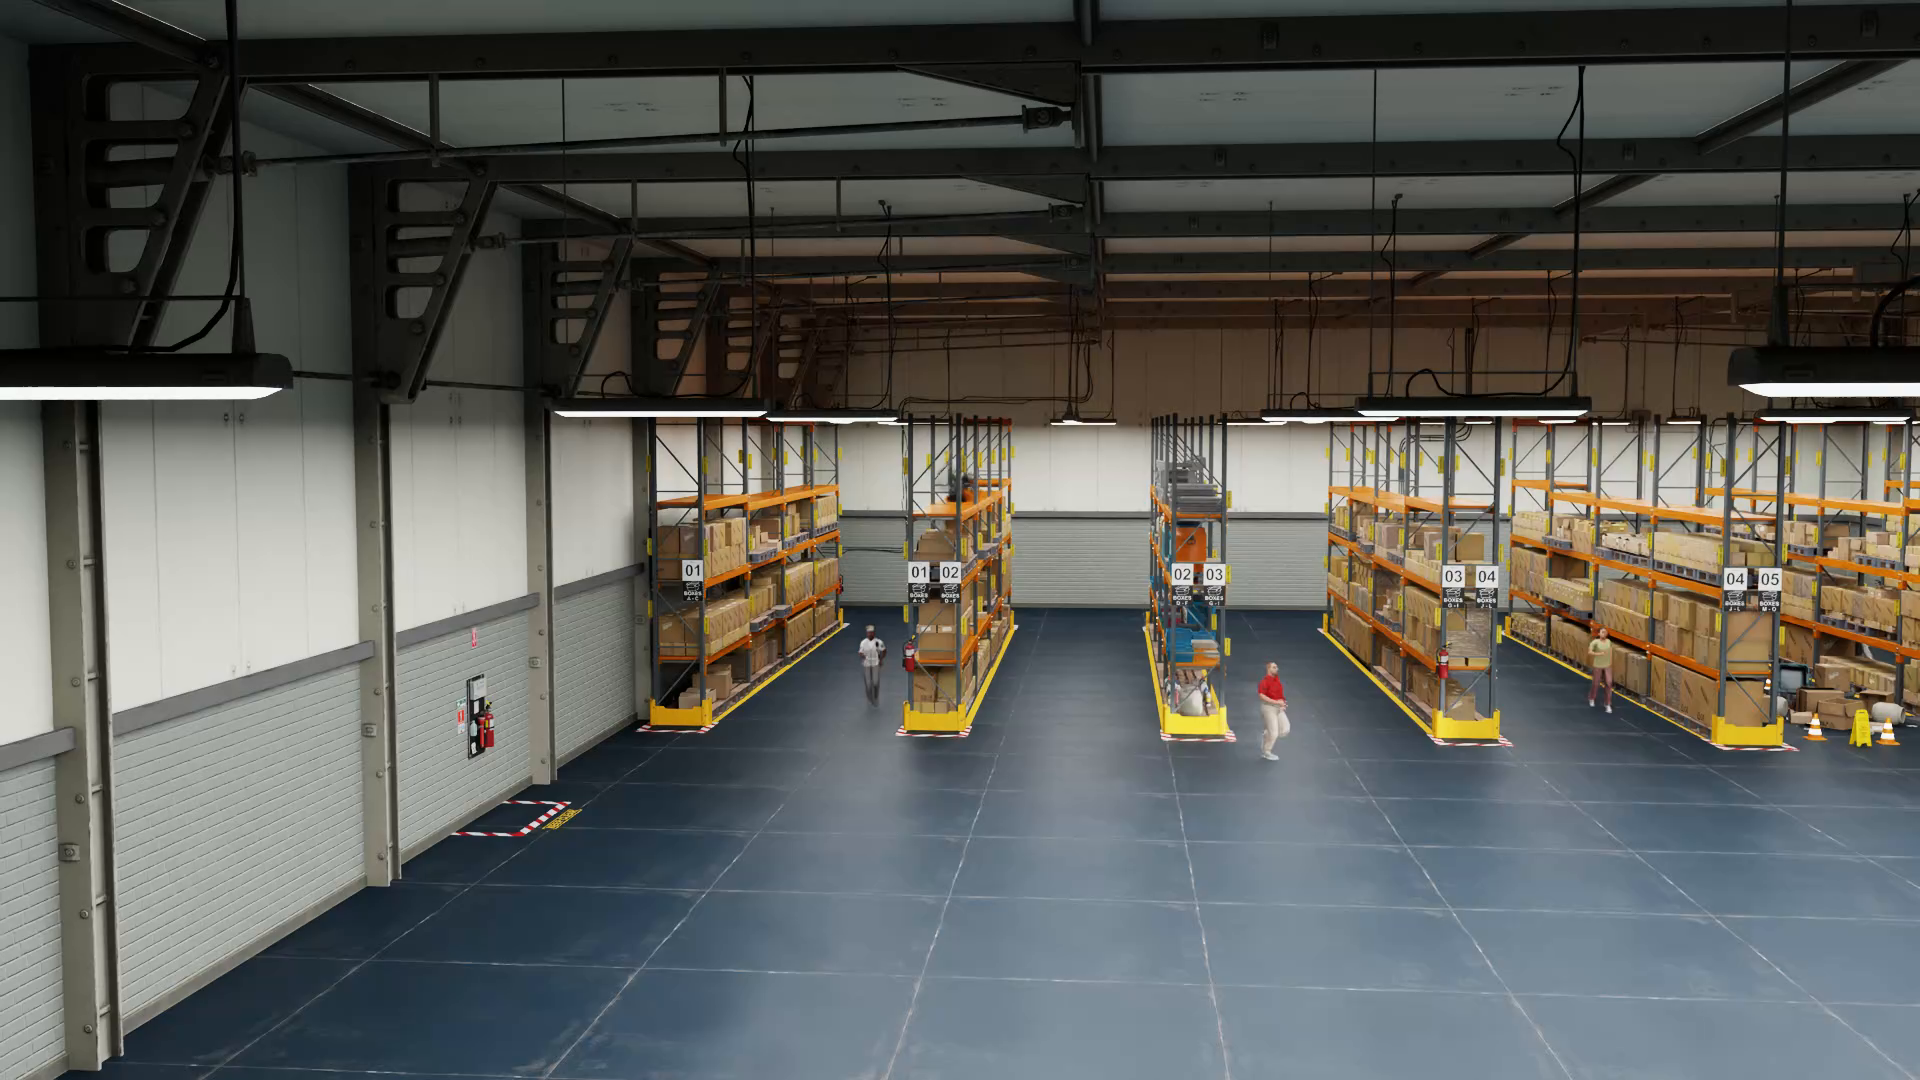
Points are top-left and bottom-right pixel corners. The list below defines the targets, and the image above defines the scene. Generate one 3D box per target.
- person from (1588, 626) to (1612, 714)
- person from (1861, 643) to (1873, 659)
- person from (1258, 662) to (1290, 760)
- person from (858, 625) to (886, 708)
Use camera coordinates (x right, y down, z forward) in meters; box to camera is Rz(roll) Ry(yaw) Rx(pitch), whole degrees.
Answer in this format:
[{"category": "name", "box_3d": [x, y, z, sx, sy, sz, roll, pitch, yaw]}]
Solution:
[{"category": "person", "box_3d": [12.995, 2.604, 33.749, 0.576, 1.721, 0.831, 0, 4, 0]}, {"category": "person", "box_3d": [21.781, 2.120, 40.034, 0.686, 1.810, 0.987, 0, 4, 0]}, {"category": "person", "box_3d": [5.430, 2.949, 28.770, 0.594, 1.686, 0.660, 3, 5, 42]}, {"category": "person", "box_3d": [-1.789, 2.575, 33.752, 0.560, 1.685, 0.605, 0, 4, 2]}]
